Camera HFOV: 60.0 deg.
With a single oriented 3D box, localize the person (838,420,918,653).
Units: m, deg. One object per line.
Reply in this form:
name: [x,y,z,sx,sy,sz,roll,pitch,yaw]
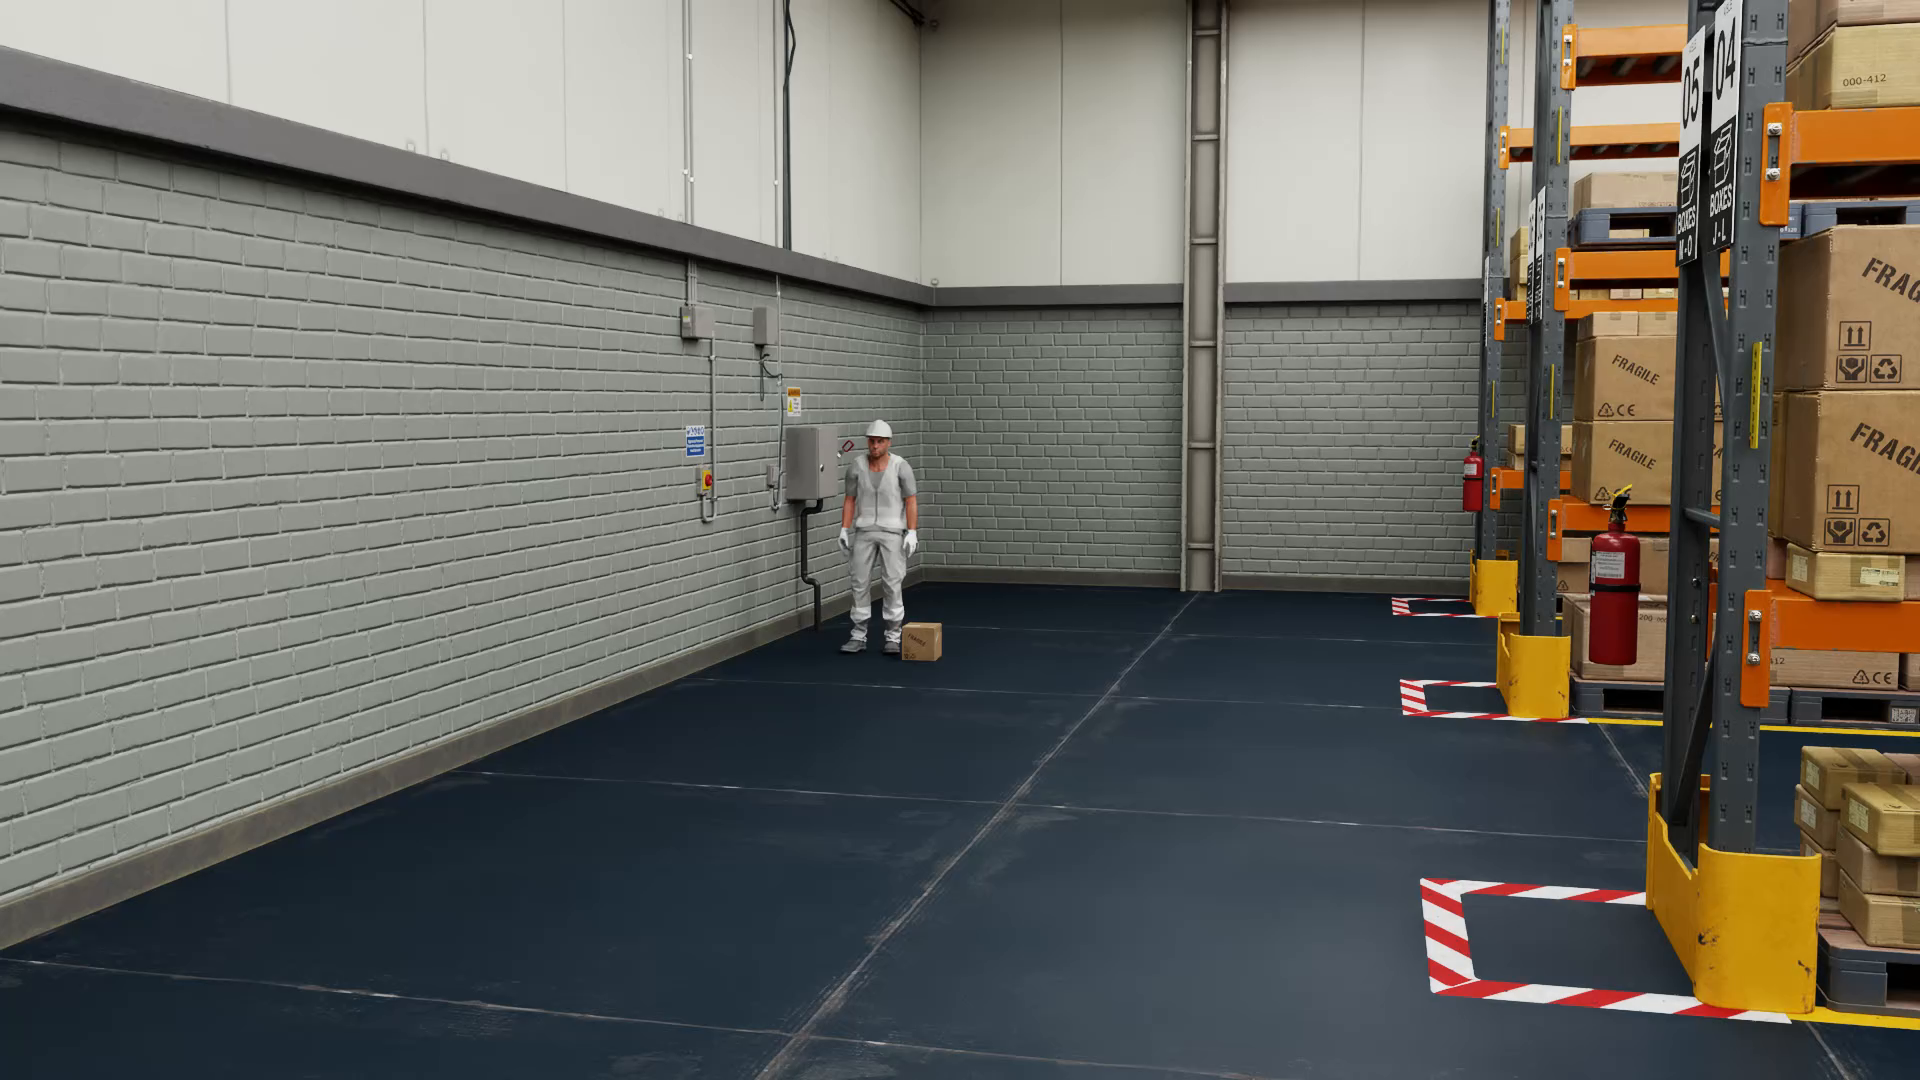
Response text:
person: [-0.621,-0.025,12.669,0.623,1.780,0.449,1,5,12]
